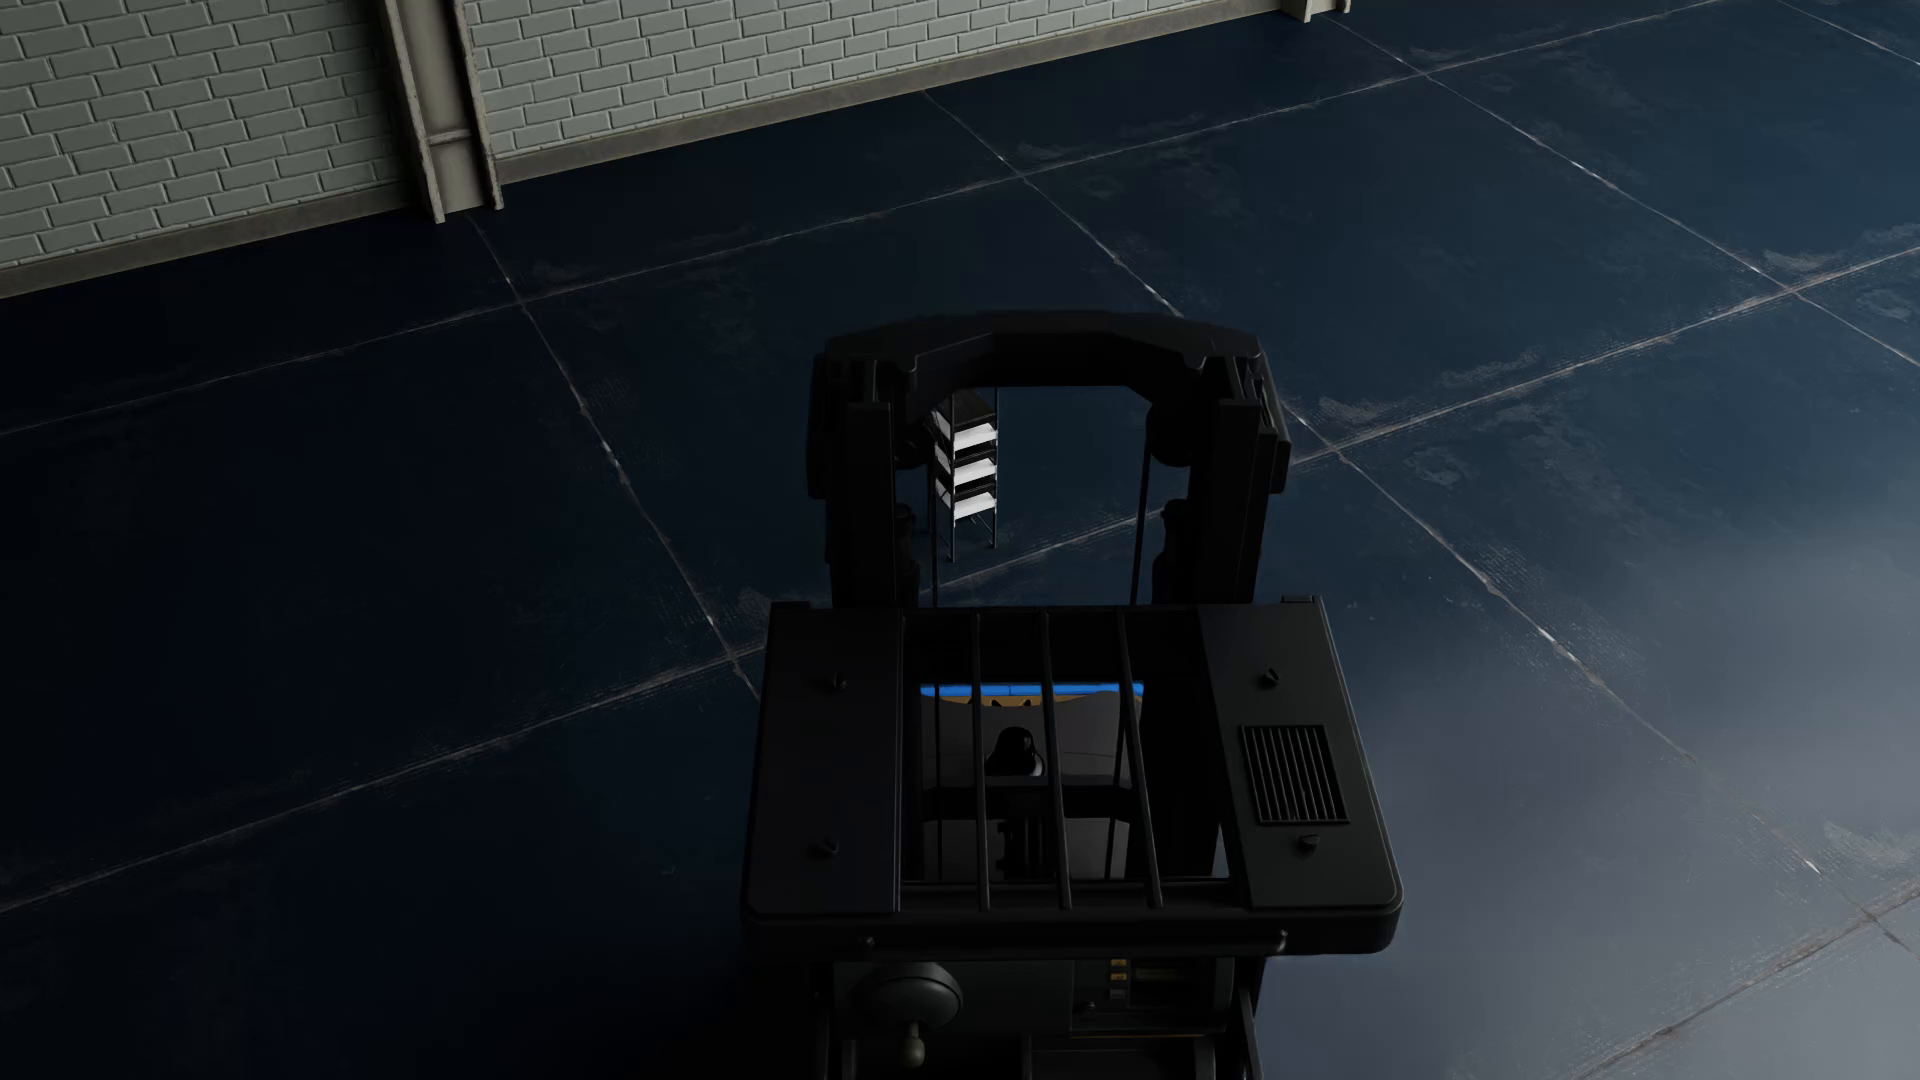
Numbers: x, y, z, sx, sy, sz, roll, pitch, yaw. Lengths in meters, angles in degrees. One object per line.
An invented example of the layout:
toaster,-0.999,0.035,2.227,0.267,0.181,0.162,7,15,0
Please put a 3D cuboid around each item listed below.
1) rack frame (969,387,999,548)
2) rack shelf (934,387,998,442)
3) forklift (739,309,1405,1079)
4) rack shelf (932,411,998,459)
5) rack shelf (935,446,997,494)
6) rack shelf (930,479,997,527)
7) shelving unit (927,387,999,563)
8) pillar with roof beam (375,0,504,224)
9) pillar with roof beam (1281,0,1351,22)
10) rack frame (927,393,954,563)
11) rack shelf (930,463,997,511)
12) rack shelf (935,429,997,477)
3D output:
rack frame,0.097,-0.376,6.998,0.006,0.900,0.240,-19,44,-21
rack shelf,0.007,-0.527,6.809,0.200,0.077,0.258,-19,44,-21
forklift,0.176,1.095,3.688,1.130,2.935,3.031,-1,40,-1
rack shelf,0.007,-0.458,6.867,0.200,0.077,0.258,-19,44,-21
rack shelf,0.007,-0.320,6.984,0.200,0.077,0.258,-19,44,-21
rack shelf,0.007,-0.183,7.100,0.200,0.077,0.258,-19,44,-21
shelving unit,0.007,-0.346,6.962,0.210,0.900,0.258,-19,44,-21
pillar with roof beam,-0.857,-2.892,3.701,0.400,9.000,9.100,-19,44,-21
pillar with roof beam,4.464,-4.682,5.816,0.400,9.000,9.100,-19,44,-21
rack frame,-0.083,-0.316,6.926,0.006,0.900,0.240,-19,44,-21
rack shelf,0.007,-0.252,7.042,0.200,0.077,0.258,-19,44,-21
rack shelf,0.007,-0.389,6.926,0.200,0.077,0.258,-19,44,-21
